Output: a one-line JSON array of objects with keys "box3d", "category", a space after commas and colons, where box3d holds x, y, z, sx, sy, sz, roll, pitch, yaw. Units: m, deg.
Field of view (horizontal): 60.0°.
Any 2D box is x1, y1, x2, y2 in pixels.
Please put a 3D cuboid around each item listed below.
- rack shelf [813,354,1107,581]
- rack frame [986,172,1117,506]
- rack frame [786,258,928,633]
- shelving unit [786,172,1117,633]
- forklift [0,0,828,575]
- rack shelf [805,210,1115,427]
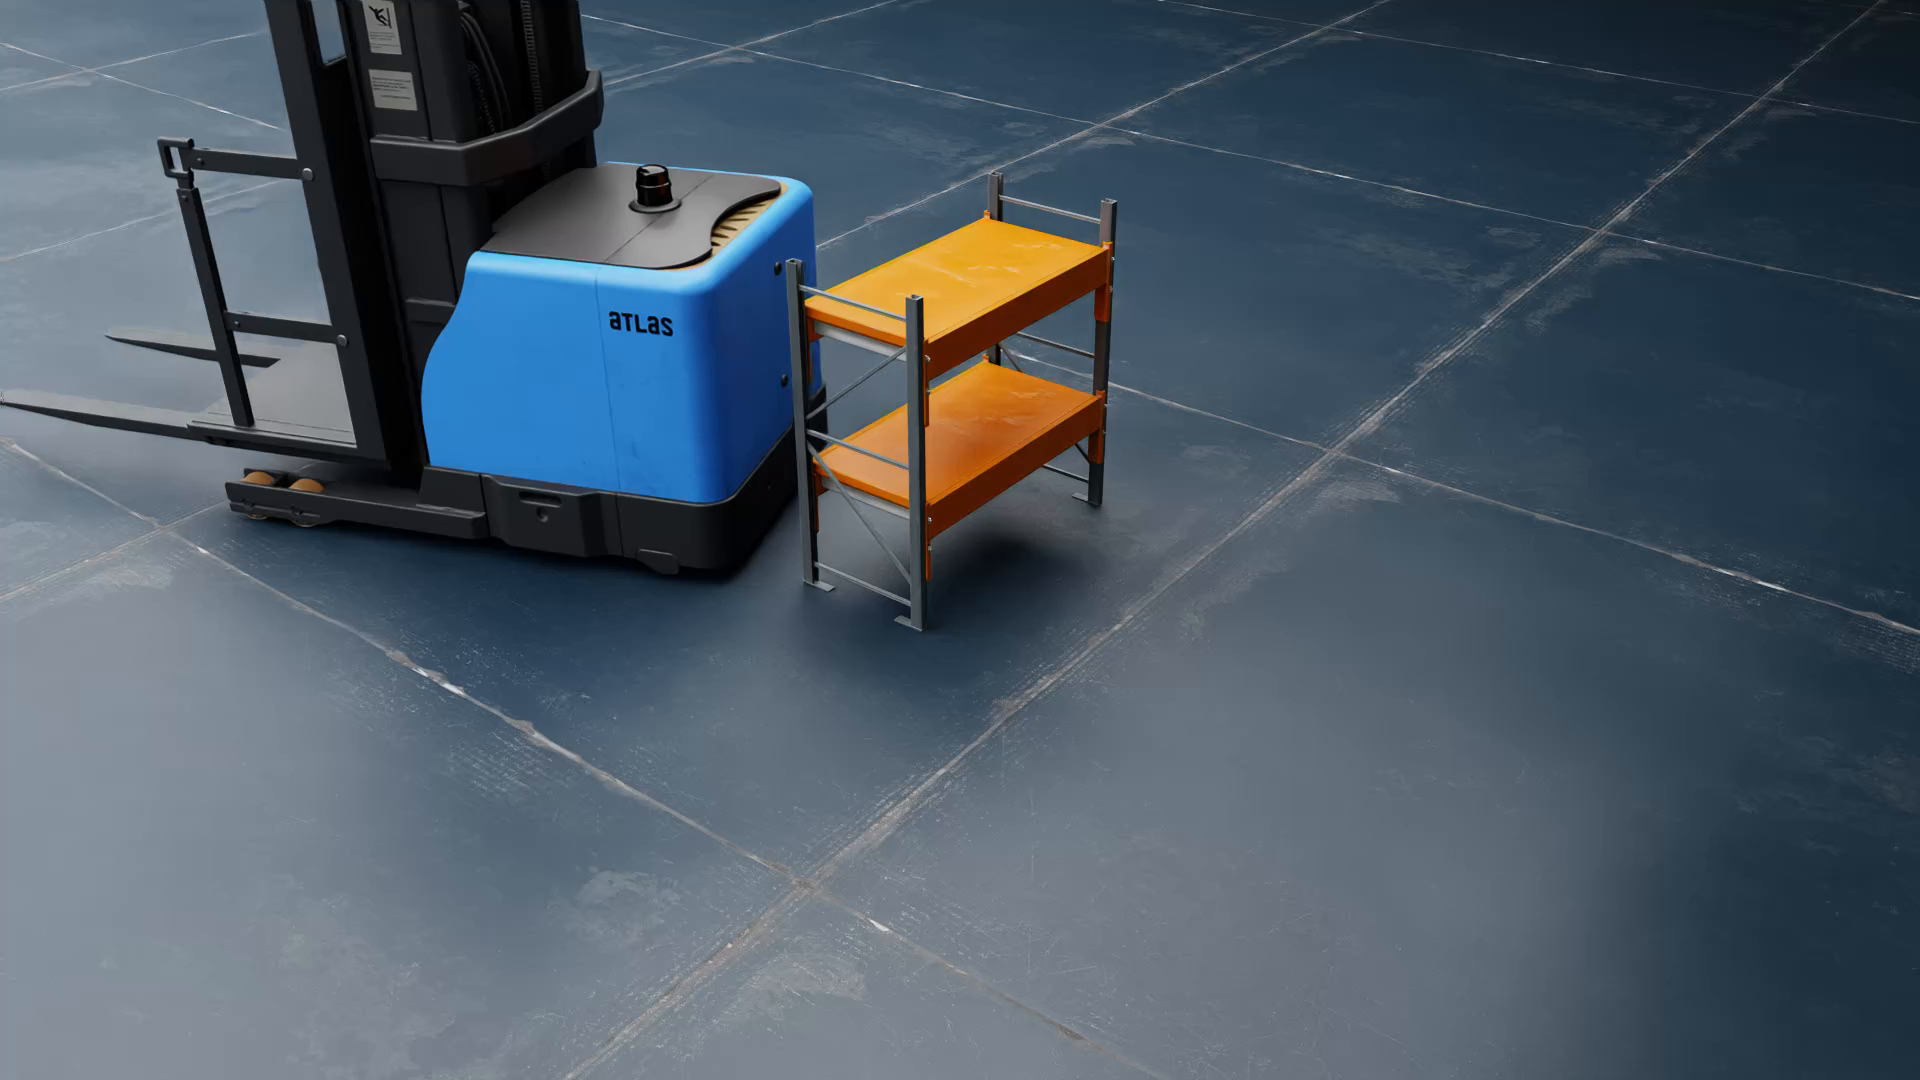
[{"box3d": [-0.004, -0.271, 5.583, 0.538, 0.278, 1.000, 21, 37, 31], "category": "rack shelf"}, {"box3d": [0.303, -0.688, 5.807, 0.500, 1.125, 0.032, 21, 37, 31], "category": "rack frame"}, {"box3d": [-0.311, -0.275, 5.110, 0.500, 1.125, 0.032, 21, 37, 31], "category": "rack frame"}, {"box3d": [-0.004, -0.481, 5.459, 0.538, 1.125, 1.048, 21, 37, 31], "category": "shelving unit"}, {"box3d": [-2.069, -1.554, 5.498, 3.031, 2.935, 1.130, 8, 32, 13], "category": "forklift"}, {"box3d": [-0.004, -0.733, 5.309, 0.538, 0.278, 1.000, 21, 37, 31], "category": "rack shelf"}]
